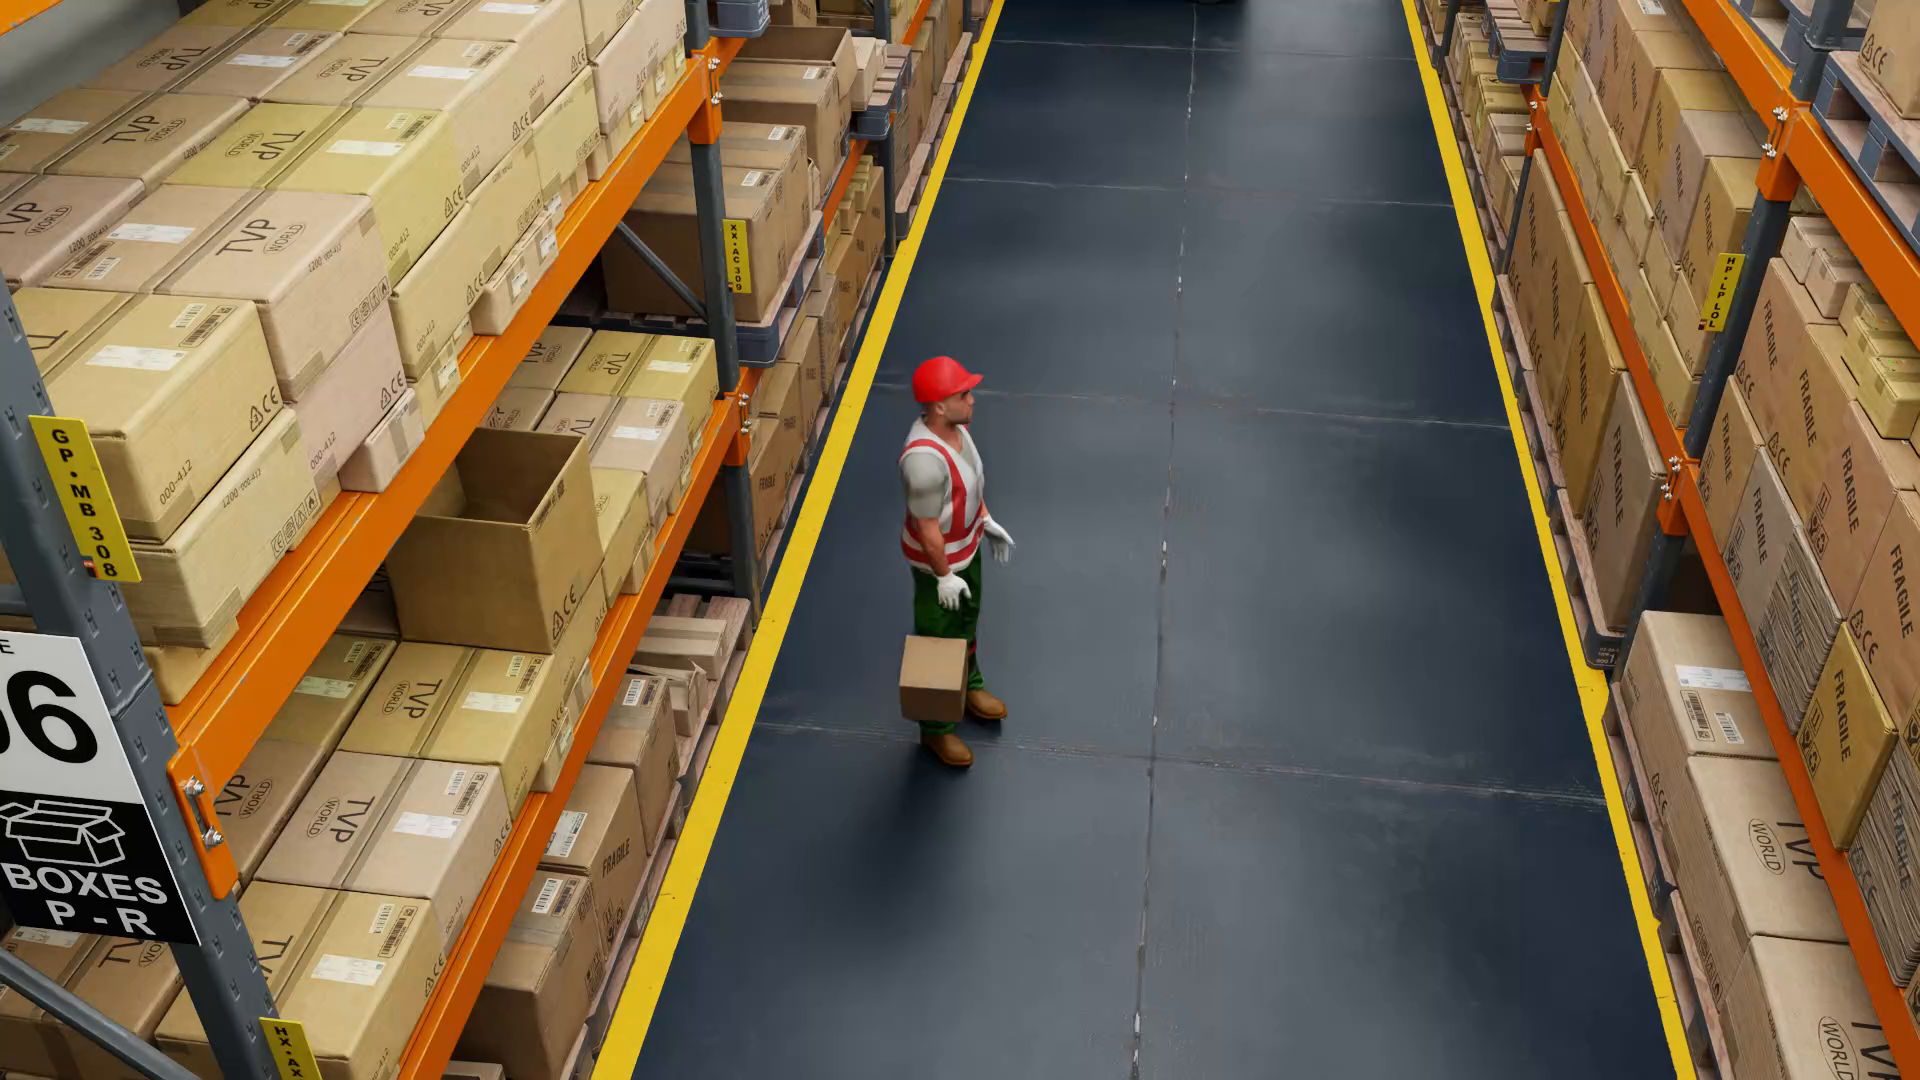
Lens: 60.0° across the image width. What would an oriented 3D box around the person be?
[{"bbox_3d":[-0.023,0.077,6.871,0.442,1.800,0.580,9,37,13],"label":"person"}]
